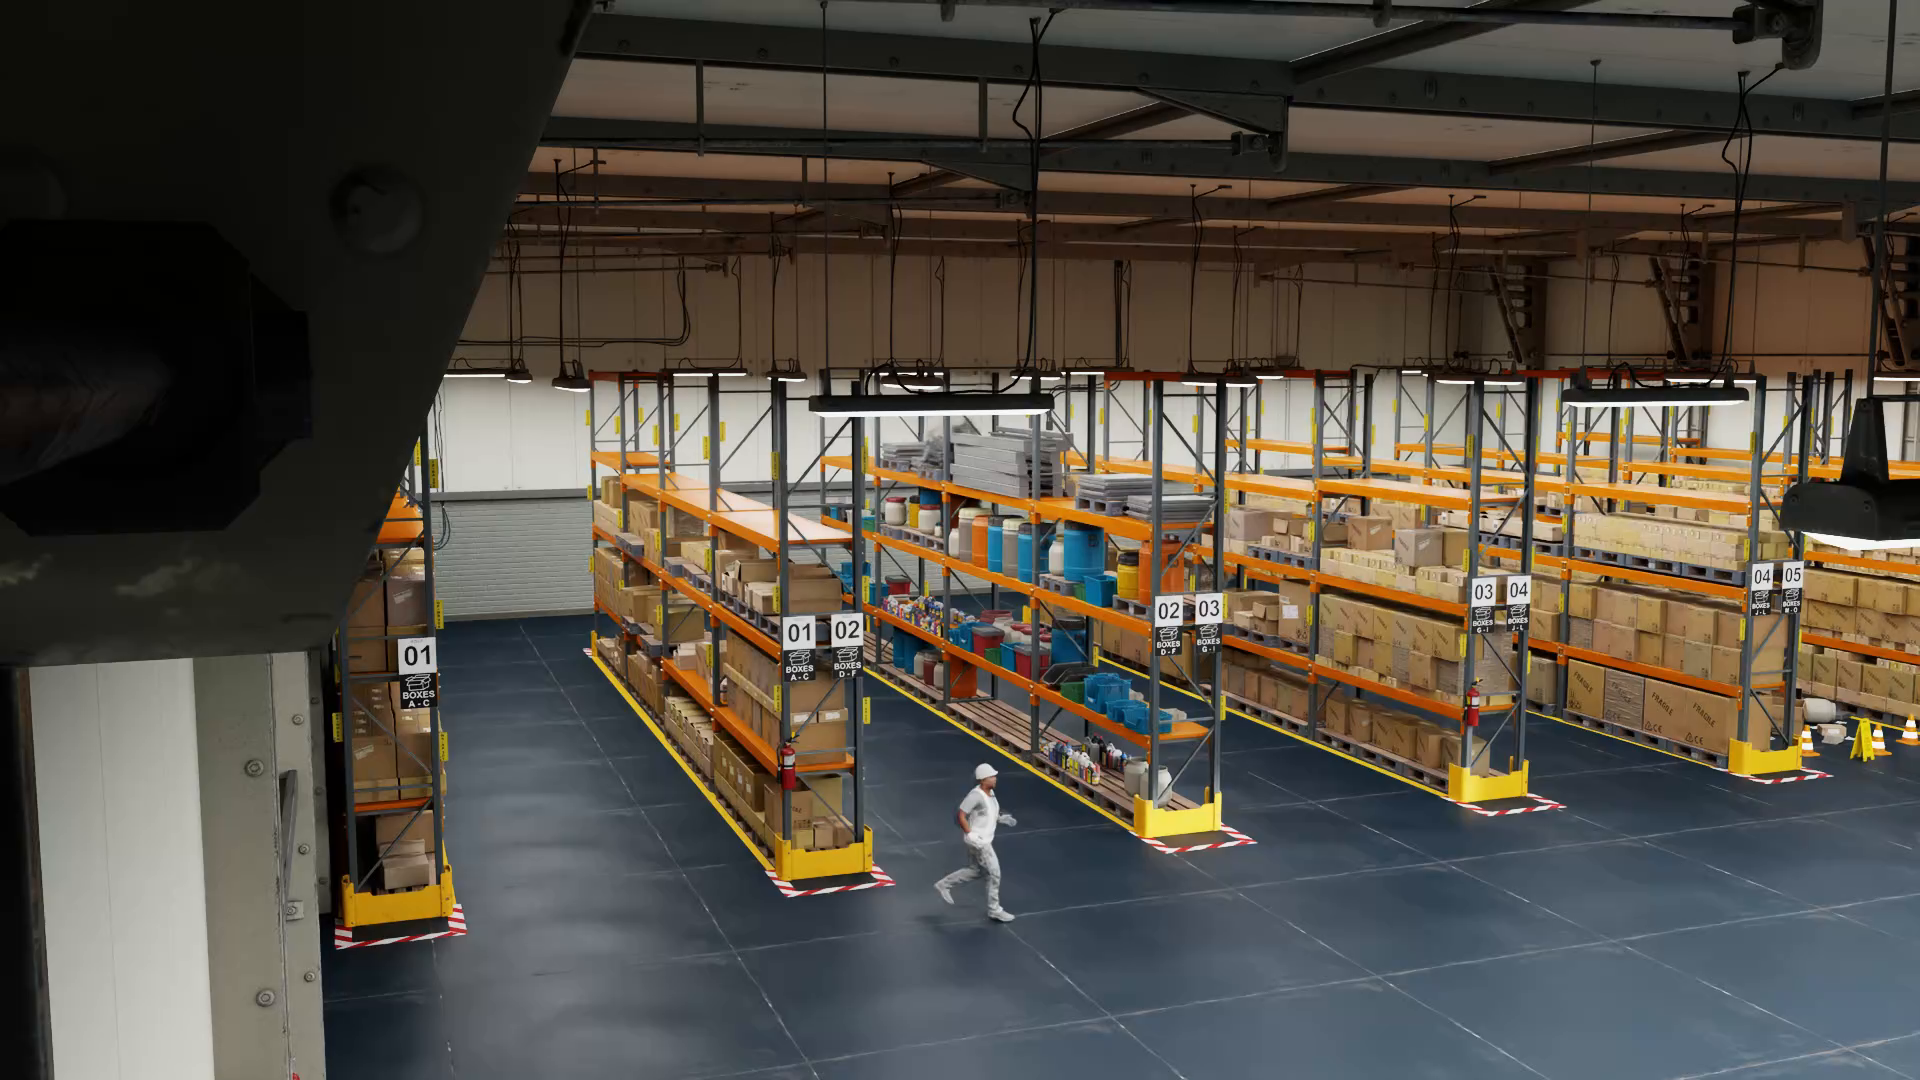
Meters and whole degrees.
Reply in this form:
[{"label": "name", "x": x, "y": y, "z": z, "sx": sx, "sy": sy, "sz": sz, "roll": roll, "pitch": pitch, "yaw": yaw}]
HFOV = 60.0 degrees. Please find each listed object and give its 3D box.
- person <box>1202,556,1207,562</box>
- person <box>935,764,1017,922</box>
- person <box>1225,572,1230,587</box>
[{"label": "person", "x": 5.495, "y": 1.199, "z": 38.443, "sx": 0.788, "sy": 1.697, "sz": 0.591, "roll": -2, "pitch": 7, "yaw": -14}, {"label": "person", "x": 0.158, "y": 3.377, "z": 18.680, "sx": 0.945, "sy": 1.772, "sz": 0.657, "roll": 1, "pitch": 6, "yaw": 11}, {"label": "person", "x": 6.595, "y": 0.888, "z": 41.334, "sx": 0.667, "sy": 1.706, "sz": 0.665, "roll": -2, "pitch": 7, "yaw": -16}]
